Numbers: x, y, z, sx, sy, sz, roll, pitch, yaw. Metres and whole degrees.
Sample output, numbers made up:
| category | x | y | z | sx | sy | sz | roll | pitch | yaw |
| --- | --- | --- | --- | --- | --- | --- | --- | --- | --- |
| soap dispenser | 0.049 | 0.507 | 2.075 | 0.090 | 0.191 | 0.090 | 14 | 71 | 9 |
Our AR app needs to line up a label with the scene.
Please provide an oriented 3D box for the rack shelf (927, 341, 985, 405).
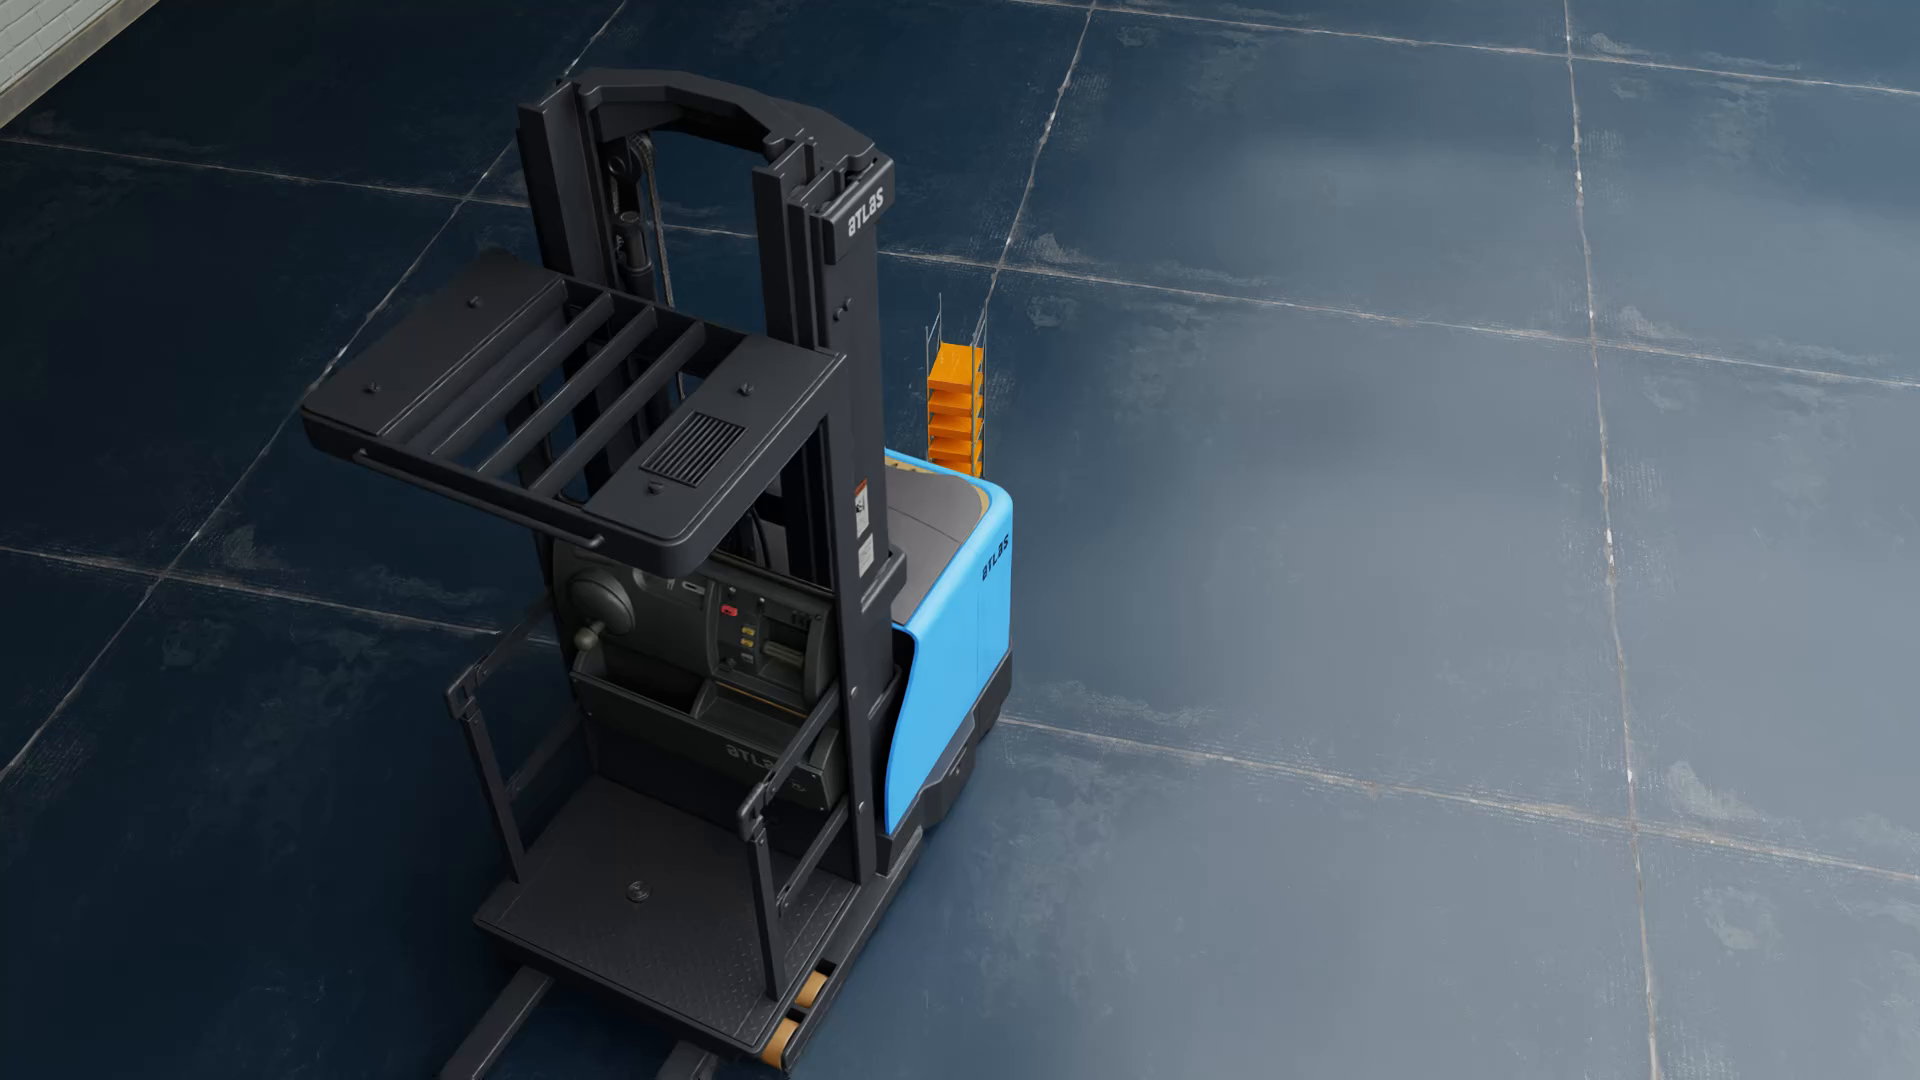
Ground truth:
| category | x | y | z | sx | sy | sz | roll | pitch | yaw |
| --- | --- | --- | --- | --- | --- | --- | --- | --- | --- |
| rack shelf | -0.014 | -0.662 | 6.577 | 0.180 | 0.103 | 0.258 | 9 | 45 | 9 |

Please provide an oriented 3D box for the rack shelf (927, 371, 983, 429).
| category | x | y | z | sx | sy | sz | roll | pitch | yaw |
| --- | --- | --- | --- | --- | --- | --- | --- | --- | --- |
| rack shelf | -0.014 | -0.575 | 6.661 | 0.180 | 0.103 | 0.258 | 9 | 45 | 9 |

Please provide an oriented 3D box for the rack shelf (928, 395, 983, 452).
| category | x | y | z | sx | sy | sz | roll | pitch | yaw |
| --- | --- | --- | --- | --- | --- | --- | --- | --- | --- |
| rack shelf | -0.014 | -0.489 | 6.744 | 0.180 | 0.103 | 0.258 | 9 | 45 | 9 |

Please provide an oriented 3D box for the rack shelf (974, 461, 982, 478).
| category | x | y | z | sx | sy | sz | roll | pitch | yaw |
| --- | --- | --- | --- | --- | --- | --- | --- | --- | --- |
| rack shelf | -0.014 | -0.230 | 6.993 | 0.180 | 0.103 | 0.258 | 9 | 45 | 9 |

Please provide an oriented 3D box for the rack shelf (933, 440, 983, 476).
| category | x | y | z | sx | sy | sz | roll | pitch | yaw |
| --- | --- | --- | --- | --- | --- | --- | --- | --- | --- |
| rack shelf | -0.014 | -0.316 | 6.910 | 0.180 | 0.103 | 0.258 | 9 | 45 | 9 |

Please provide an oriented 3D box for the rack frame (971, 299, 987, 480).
| category | x | y | z | sx | sy | sz | roll | pitch | yaw |
| --- | --- | --- | --- | --- | --- | --- | --- | --- | --- |
| rack frame | 0.075 | -0.421 | 6.782 | 0.006 | 1.200 | 0.240 | 9 | 45 | 9 |

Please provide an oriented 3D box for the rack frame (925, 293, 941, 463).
| category | x | y | z | sx | sy | sz | roll | pitch | yaw |
| --- | --- | --- | --- | --- | --- | --- | --- | --- | --- |
| rack frame | -0.103 | -0.448 | 6.811 | 0.006 | 1.200 | 0.240 | 9 | 45 | 9 |

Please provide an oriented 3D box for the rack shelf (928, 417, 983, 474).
| category | x | y | z | sx | sy | sz | roll | pitch | yaw |
| --- | --- | --- | --- | --- | --- | --- | --- | --- | --- |
| rack shelf | -0.014 | -0.402 | 6.827 | 0.180 | 0.103 | 0.258 | 9 | 45 | 9 |

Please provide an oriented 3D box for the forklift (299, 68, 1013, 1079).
| category | x | y | z | sx | sy | sz | roll | pitch | yaw |
| --- | --- | --- | --- | --- | --- | --- | --- | --- | --- |
| forklift | -0.899 | 0.309 | 4.775 | 1.130 | 2.935 | 3.031 | 19 | 47 | 18 |

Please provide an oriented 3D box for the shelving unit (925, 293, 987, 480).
| category | x | y | z | sx | sy | sz | roll | pitch | yaw |
| --- | --- | --- | --- | --- | --- | --- | --- | --- | --- |
| shelving unit | -0.014 | -0.434 | 6.796 | 0.189 | 1.200 | 0.258 | 9 | 45 | 9 |
